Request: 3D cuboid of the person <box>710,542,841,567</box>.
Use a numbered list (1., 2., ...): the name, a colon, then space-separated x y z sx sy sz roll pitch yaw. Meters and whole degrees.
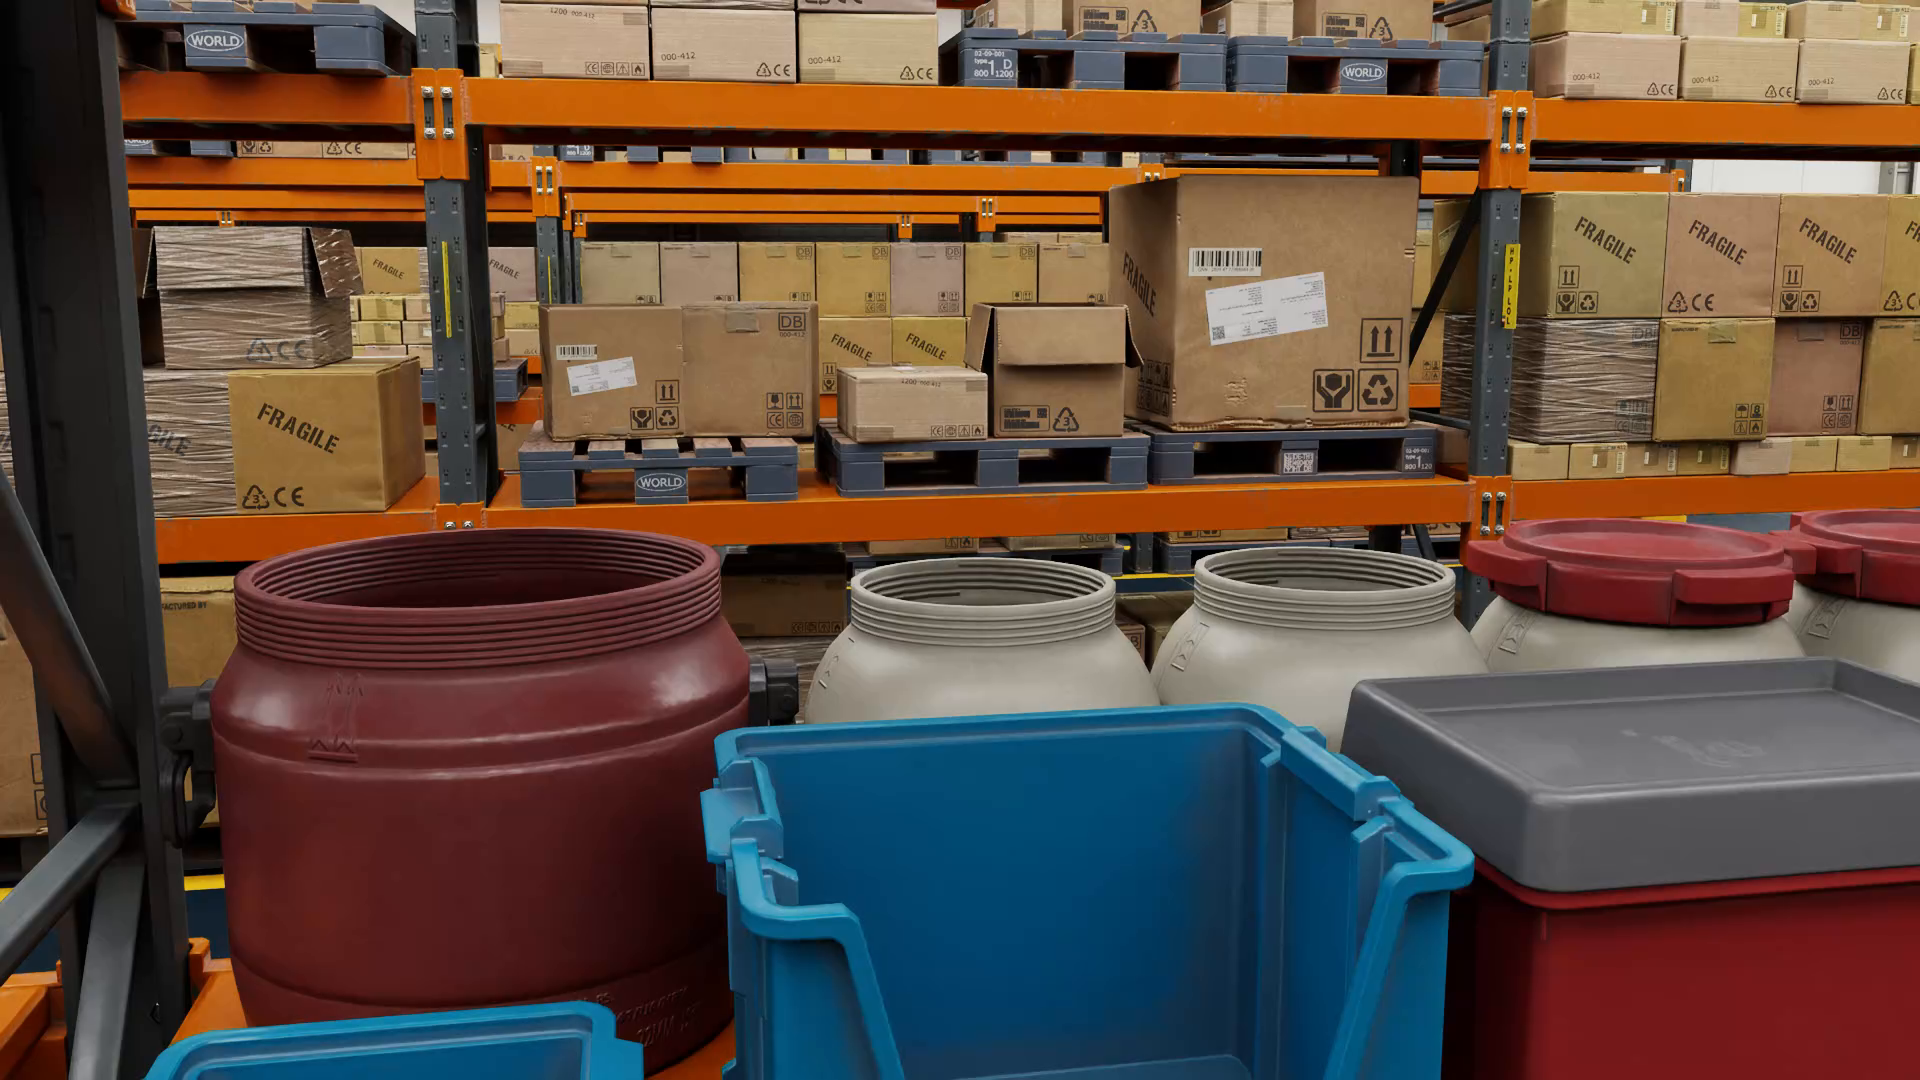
1. person: -1.090 0.297 8.527 0.944 0.946 0.501 -2 10 -14
